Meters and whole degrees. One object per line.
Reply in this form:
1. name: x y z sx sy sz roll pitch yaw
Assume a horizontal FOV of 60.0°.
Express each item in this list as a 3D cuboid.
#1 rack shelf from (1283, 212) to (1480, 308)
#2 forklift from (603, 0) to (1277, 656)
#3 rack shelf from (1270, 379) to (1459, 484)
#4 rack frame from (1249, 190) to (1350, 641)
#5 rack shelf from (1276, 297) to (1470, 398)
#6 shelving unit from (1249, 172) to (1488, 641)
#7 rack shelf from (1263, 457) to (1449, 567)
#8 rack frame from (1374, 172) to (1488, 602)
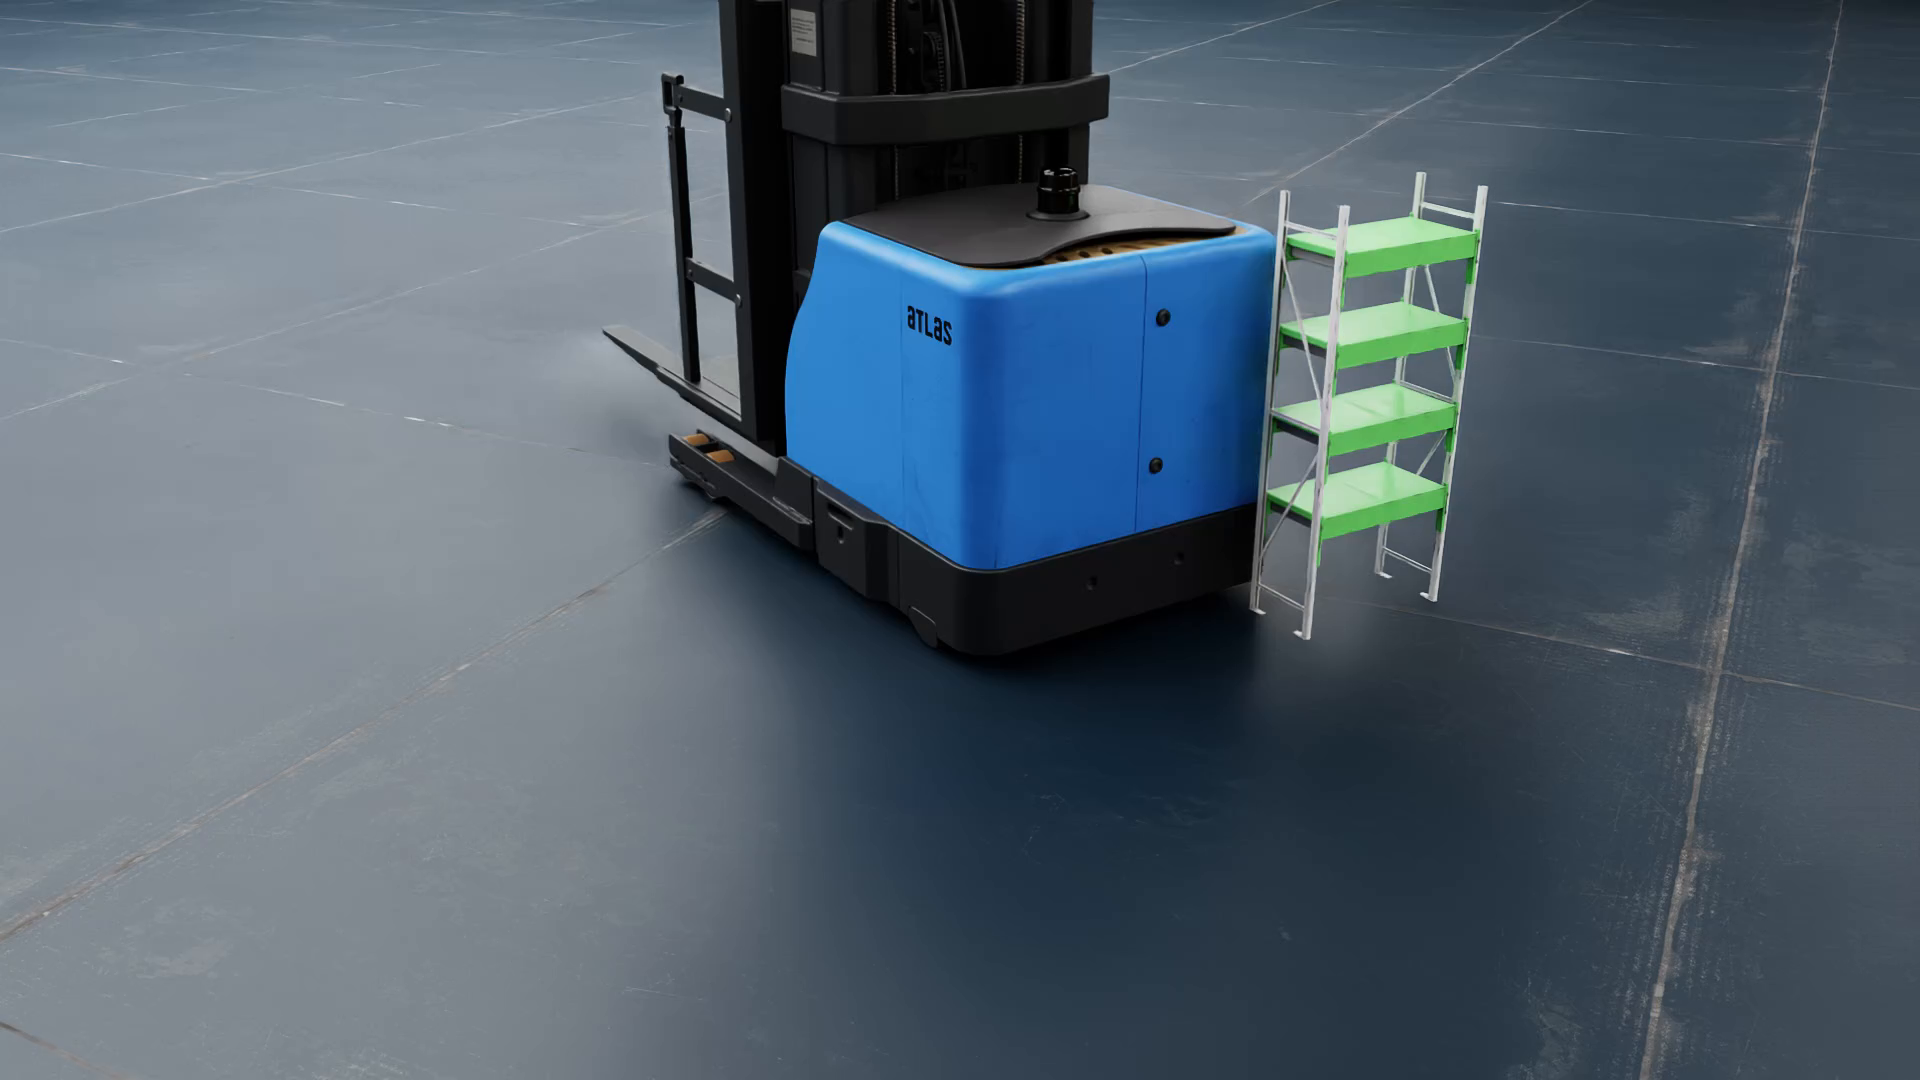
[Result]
1. rack shelf: 1.109 -0.747 4.410 0.480 0.148 0.258 -13 26 -29
2. forklift: -0.340 -1.572 5.201 1.130 2.935 3.031 -14 27 -30
3. rack shelf: 1.109 -0.305 4.598 0.480 0.148 0.258 -13 26 -29
4. rack frame: 0.900 -0.315 4.456 0.015 1.200 0.240 -13 26 -29
5. rack shelf: 1.109 -0.526 4.504 0.480 0.148 0.258 -13 26 -29
6. shelving unit: 1.109 -0.364 4.573 0.503 1.200 0.258 -13 26 -29
7. rack shelf: 1.109 -0.085 4.692 0.480 0.148 0.258 -13 26 -29
8. rack frame: 1.317 -0.414 4.690 0.015 1.200 0.240 -13 26 -29
